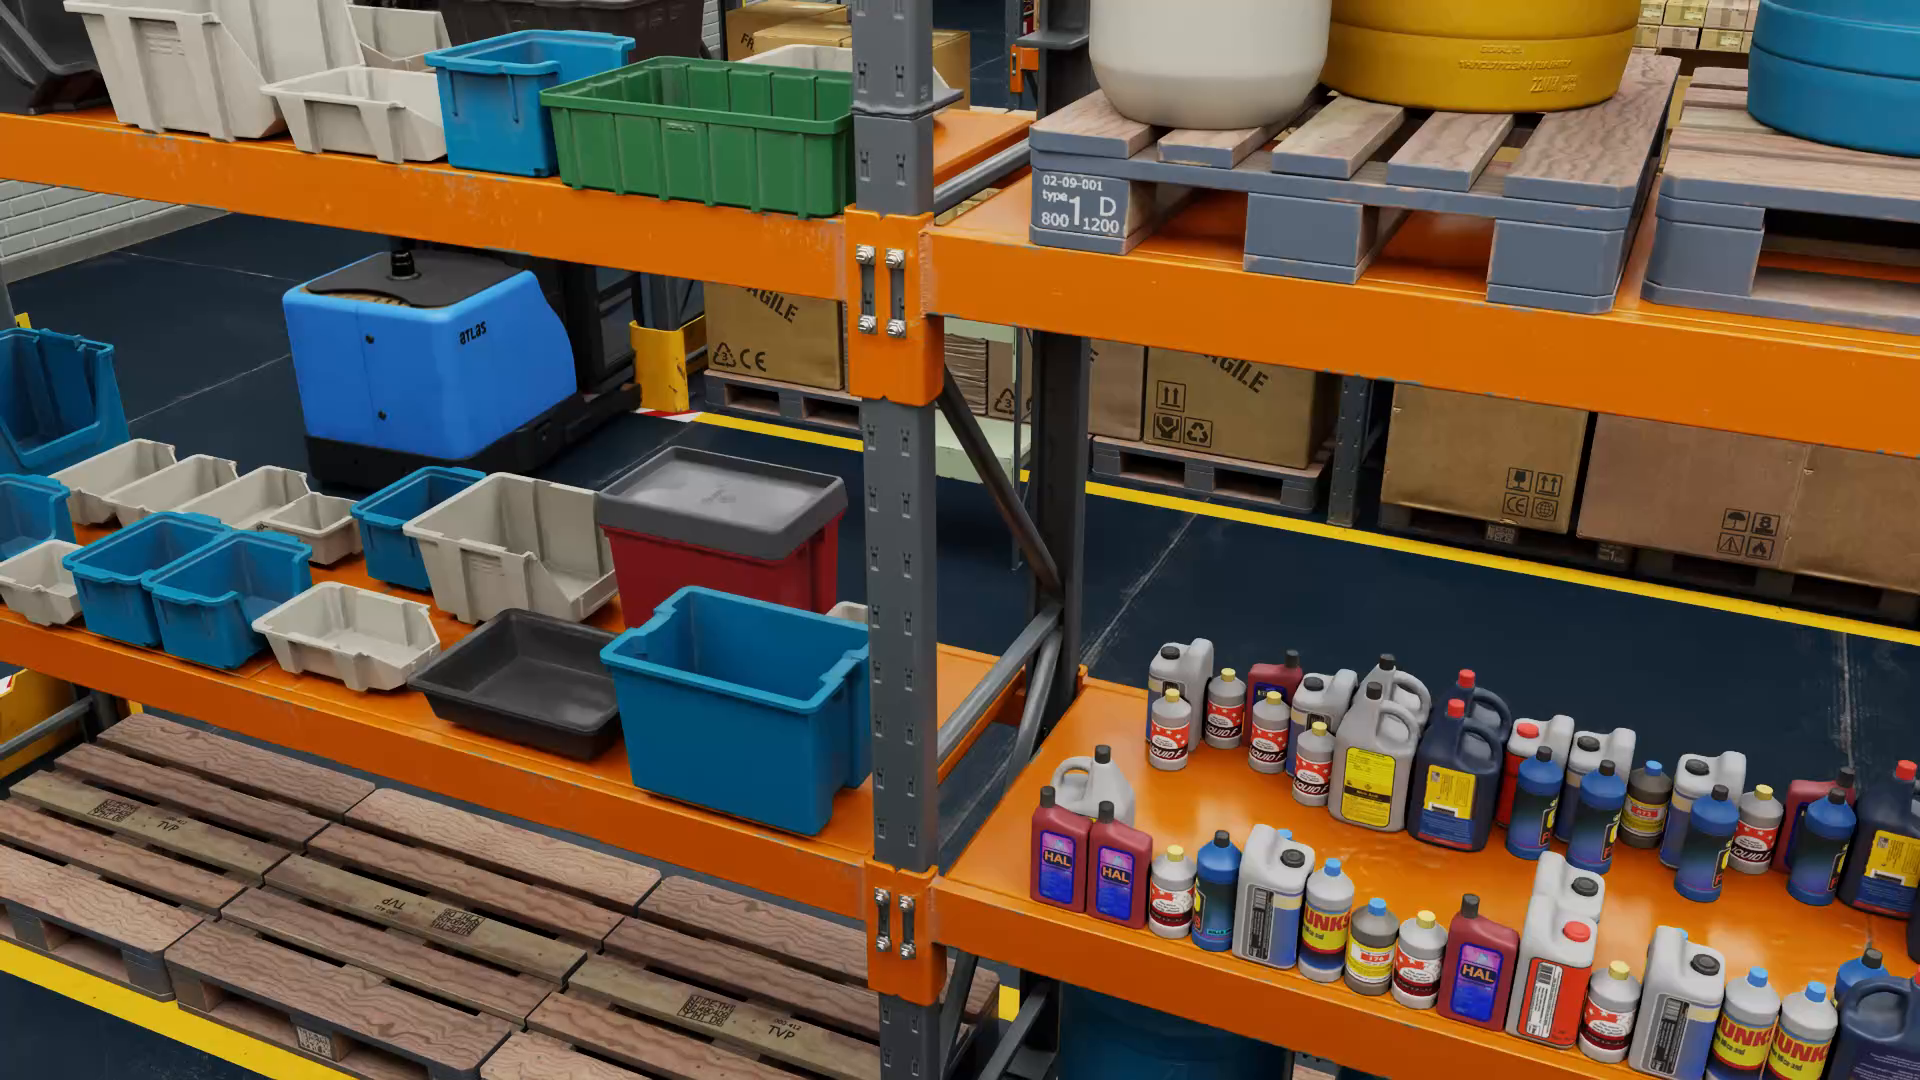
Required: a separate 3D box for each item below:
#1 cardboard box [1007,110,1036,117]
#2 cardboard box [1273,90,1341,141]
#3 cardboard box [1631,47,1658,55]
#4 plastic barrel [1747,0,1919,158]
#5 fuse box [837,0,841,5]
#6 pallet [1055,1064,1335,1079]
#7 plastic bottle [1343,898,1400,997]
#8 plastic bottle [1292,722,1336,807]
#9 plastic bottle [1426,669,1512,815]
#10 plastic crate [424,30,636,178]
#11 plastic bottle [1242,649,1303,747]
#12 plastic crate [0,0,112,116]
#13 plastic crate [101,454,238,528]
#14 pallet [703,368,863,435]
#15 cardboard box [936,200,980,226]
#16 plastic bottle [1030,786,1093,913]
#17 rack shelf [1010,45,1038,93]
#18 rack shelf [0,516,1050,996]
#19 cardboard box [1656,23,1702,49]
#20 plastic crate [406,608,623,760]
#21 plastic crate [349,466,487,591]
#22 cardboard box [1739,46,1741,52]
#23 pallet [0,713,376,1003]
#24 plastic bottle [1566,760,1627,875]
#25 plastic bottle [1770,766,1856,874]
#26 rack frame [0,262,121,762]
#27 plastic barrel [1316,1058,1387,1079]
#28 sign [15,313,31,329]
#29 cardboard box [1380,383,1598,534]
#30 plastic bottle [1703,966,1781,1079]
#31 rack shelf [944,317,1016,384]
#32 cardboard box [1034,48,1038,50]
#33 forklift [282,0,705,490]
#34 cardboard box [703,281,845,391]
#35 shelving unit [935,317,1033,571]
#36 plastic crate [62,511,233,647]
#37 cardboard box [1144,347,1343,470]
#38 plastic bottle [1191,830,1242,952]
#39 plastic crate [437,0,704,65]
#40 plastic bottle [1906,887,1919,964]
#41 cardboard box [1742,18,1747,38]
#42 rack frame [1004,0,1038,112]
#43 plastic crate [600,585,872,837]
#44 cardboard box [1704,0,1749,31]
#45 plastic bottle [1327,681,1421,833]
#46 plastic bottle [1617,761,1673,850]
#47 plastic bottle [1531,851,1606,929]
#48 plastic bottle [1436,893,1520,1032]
[{"bbox_3d":[0.426,-2.148,9.049,0.500,0.250,0.500,11,28,22],"label":"cardboard box"},{"bbox_3d":[1.586,-1.991,7.881,0.500,0.500,0.500,12,29,23],"label":"cardboard box"},{"bbox_3d":[4.683,-3.358,11.483,0.250,0.149,0.380,12,29,23],"label":"cardboard box"},{"bbox_3d":[1.682,-1.128,2.707,0.708,0.901,0.600,11,28,22],"label":"plastic barrel"},{"bbox_3d":[-1.564,-7.589,21.727,0.414,1.711,0.539,11,28,22],"label":"fuse box"},{"bbox_3d":[0.750,1.789,4.377,1.213,0.211,1.003,11,28,22],"label":"pallet"},{"bbox_3d":[0.845,0.824,3.406,0.097,0.201,0.097,0,26,0],"label":"plastic bottle"},{"bbox_3d":[0.855,0.532,3.999,0.097,0.201,0.097,0,26,0],"label":"plastic bottle"},{"bbox_3d":[1.205,0.472,3.950,0.185,0.351,0.144,11,28,22],"label":"plastic bottle"},{"bbox_3d":[-0.896,-0.929,3.534,0.300,0.233,0.416,11,28,22],"label":"plastic crate"},{"bbox_3d":[0.787,0.398,4.177,0.133,0.283,0.061,11,28,22],"label":"plastic bottle"},{"bbox_3d":[-2.299,-1.279,4.127,0.767,0.338,0.504,11,28,22],"label":"plastic crate"},{"bbox_3d":[-2.501,-0.125,5.338,0.243,0.136,0.396,11,28,22],"label":"plastic crate"},{"bbox_3d":[-0.766,-0.977,9.996,1.213,0.211,1.003,11,28,22],"label":"pallet"},{"bbox_3d":[0.061,-1.752,8.697,0.250,0.149,0.380,11,28,21],"label":"cardboard box"},{"bbox_3d":[0.222,0.671,3.623,0.133,0.283,0.061,11,28,22],"label":"plastic bottle"},{"bbox_3d":[2.440,-3.630,13.042,4.000,0.370,1.077,11,28,22],"label":"rack shelf"},{"bbox_3d":[-1.756,0.337,4.984,4.000,0.370,1.077,11,28,22],"label":"rack shelf"},{"bbox_3d":[4.900,-3.446,11.325,0.250,0.149,0.380,12,29,23],"label":"cardboard box"},{"bbox_3d":[-1.065,0.380,4.326,0.590,0.125,0.437,11,28,22],"label":"plastic crate"},{"bbox_3d":[-1.601,-0.031,5.038,0.300,0.233,0.416,11,28,22],"label":"plastic crate"},{"bbox_3d":[5.369,-3.218,11.199,0.250,0.149,0.380,10,28,20],"label":"cardboard box"},{"bbox_3d":[-2.842,1.066,5.846,1.213,0.211,1.003,11,28,22],"label":"pallet"},{"bbox_3d":[1.437,0.617,3.746,0.097,0.271,0.097,0,26,0],"label":"plastic bottle"},{"bbox_3d":[1.912,0.624,3.718,0.133,0.283,0.061,11,28,22],"label":"plastic bottle"},{"bbox_3d":[-3.576,-0.351,5.568,0.127,3.000,1.000,11,28,22],"label":"rack frame"},{"bbox_3d":[1.198,1.369,3.974,0.708,0.901,0.600,11,28,22],"label":"plastic barrel"},{"bbox_3d":[-3.363,-0.649,5.987,0.005,0.325,0.100,11,28,22],"label":"sign"},{"bbox_3d":[2.706,-0.738,8.282,0.875,0.875,1.225,11,28,22],"label":"cardboard box"},{"bbox_3d":[1.477,0.920,3.132,0.097,0.271,0.097,0,26,0],"label":"plastic bottle"},{"bbox_3d":[0.006,-1.022,7.744,0.720,0.370,0.431,11,28,22],"label":"rack shelf"},{"bbox_3d":[0.778,-4.015,13.293,0.250,0.149,0.380,11,28,21],"label":"cardboard box"},{"bbox_3d":[-2.437,-2.129,9.256,1.130,2.935,3.031,10,28,19],"label":"forklift"},{"bbox_3d":[-0.910,-1.493,9.817,0.875,0.875,0.875,11,28,22],"label":"cardboard box"},{"bbox_3d":[0.006,-0.672,7.916,0.755,1.500,0.431,11,28,22],"label":"shelving unit"},{"bbox_3d":[-2.289,0.115,4.742,0.300,0.233,0.416,11,28,22],"label":"plastic crate"},{"bbox_3d":[1.547,-0.999,8.814,0.875,0.875,0.875,11,28,22],"label":"cardboard box"},{"bbox_3d":[0.545,0.732,3.512,0.097,0.271,0.097,0,26,0],"label":"plastic bottle"},{"bbox_3d":[-0.952,-1.244,4.134,0.590,0.269,0.497,11,28,22],"label":"plastic crate"},{"bbox_3d":[2.099,0.726,3.436,0.185,0.351,0.144,11,28,22],"label":"plastic bottle"},{"bbox_3d":[5.420,-3.661,11.762,0.250,0.149,0.380,10,28,20],"label":"cardboard box"},{"bbox_3d":[0.619,-4.319,13.626,0.127,3.000,1.000,11,28,22],"label":"rack frame"},{"bbox_3d":[-0.501,0.412,3.967,0.575,0.384,0.392,11,28,22],"label":"plastic crate"},{"bbox_3d":[5.143,-3.530,11.159,0.250,0.149,0.380,11,28,21],"label":"cardboard box"},{"bbox_3d":[0.977,0.497,3.901,0.185,0.351,0.144,11,28,22],"label":"plastic bottle"},{"bbox_3d":[1.589,0.605,3.850,0.097,0.201,0.097,0,26,0],"label":"plastic bottle"},{"bbox_3d":[1.234,0.782,3.407,0.135,0.276,0.152,11,28,22],"label":"plastic bottle"},{"bbox_3d":[1.031,0.833,3.294,0.133,0.283,0.061,11,28,22],"label":"plastic bottle"}]
